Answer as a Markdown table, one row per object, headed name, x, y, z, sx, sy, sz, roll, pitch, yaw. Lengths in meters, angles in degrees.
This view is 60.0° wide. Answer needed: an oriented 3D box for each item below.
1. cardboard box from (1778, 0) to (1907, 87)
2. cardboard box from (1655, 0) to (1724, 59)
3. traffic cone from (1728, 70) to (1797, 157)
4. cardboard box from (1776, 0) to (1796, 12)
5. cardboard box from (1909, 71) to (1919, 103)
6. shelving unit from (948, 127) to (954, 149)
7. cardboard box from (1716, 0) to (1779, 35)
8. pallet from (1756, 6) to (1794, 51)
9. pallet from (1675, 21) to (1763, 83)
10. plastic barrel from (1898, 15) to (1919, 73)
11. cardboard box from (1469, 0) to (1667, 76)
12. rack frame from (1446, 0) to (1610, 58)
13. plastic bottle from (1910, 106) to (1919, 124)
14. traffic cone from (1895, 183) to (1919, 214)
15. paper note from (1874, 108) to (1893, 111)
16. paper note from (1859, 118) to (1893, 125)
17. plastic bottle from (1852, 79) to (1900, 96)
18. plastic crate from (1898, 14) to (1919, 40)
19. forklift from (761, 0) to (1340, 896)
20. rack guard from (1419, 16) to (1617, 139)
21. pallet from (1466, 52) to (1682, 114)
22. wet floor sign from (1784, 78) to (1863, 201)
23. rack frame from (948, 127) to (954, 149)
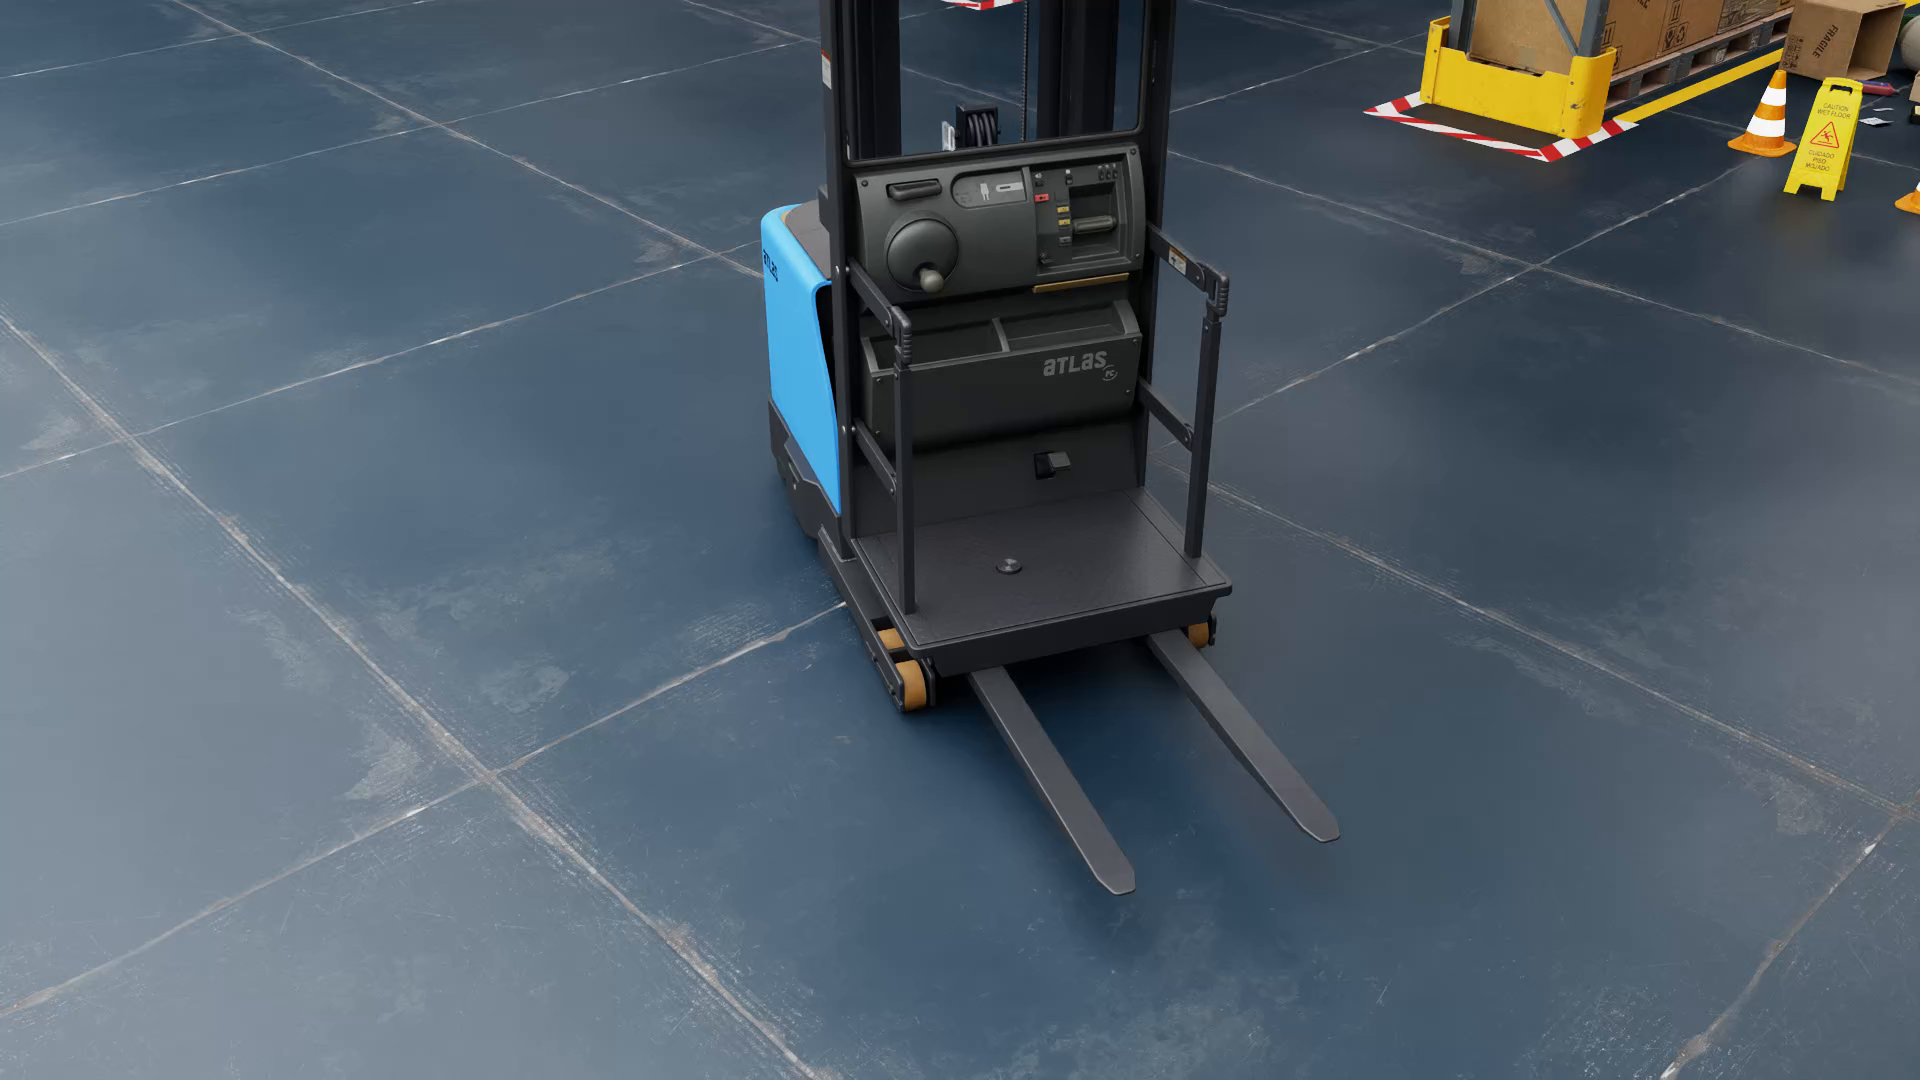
| name | x | y | z | sx | sy | sz | roll | pitch | yaw |
| --- | --- | --- | --- | --- | --- | --- | --- | --- | --- |
| cardboard box | 6.052 | -3.455 | 11.418 | 0.500 | 0.500 | 0.500 | -19 | 36 | -28 |
| cardboard box | 4.655 | -3.896 | 11.380 | 0.875 | 0.875 | 0.875 | -27 | 40 | -36 |
| traffic cone | 4.914 | -2.607 | 10.070 | 0.334 | 0.463 | 0.336 | -26 | 40 | -35 |
| cardboard box | 5.983 | -4.540 | 12.433 | 0.875 | 0.875 | 0.875 | -25 | 39 | -35 |
| cardboard box | 6.484 | -2.983 | 10.873 | 0.258 | 0.266 | 0.396 | -19 | 36 | -28 |
| shelving unit | -0.231 | -1.041 | 6.802 | 0.503 | 1.200 | 0.258 | -11 | 33 | -17 |
| cardboard box | 5.325 | -4.218 | 11.908 | 0.875 | 0.875 | 0.875 | -25 | 40 | -35 |
| pallet | 5.881 | -4.034 | 12.644 | 1.213 | 0.211 | 1.003 | -26 | 40 | -35 |
| pallet | 4.987 | -3.599 | 11.933 | 1.213 | 0.211 | 1.003 | -26 | 40 | -35 |
| plastic barrel | 6.703 | -3.375 | 11.363 | 0.421 | 0.421 | 0.512 | -1 | 31 | -2 |
| cardboard box | 4.011 | -3.583 | 10.868 | 0.875 | 0.875 | 0.875 | -26 | 40 | -35 |
| rack frame | 3.559 | -4.044 | 9.989 | 0.127 | 3.000 | 1.000 | -26 | 40 | -35 |
| plastic bottle | 6.170 | -2.729 | 10.655 | 0.133 | 0.061 | 0.283 | 15 | 34 | 23 |
| traffic cone | 5.433 | -2.054 | 9.166 | 0.334 | 0.463 | 0.336 | -26 | 40 | -35 |
| paper note | 6.011 | -2.802 | 10.823 | 0.123 | 0.001 | 0.032 | -7 | 32 | -11 |
| paper note | 5.833 | -2.669 | 10.587 | 0.142 | 0.017 | 0.144 | -12 | 34 | -19 |
| plastic bottle | 6.140 | -3.027 | 11.141 | 0.283 | 0.061 | 0.133 | 15 | 34 | 23 |
| plastic crate | 7.256 | -3.725 | 12.107 | 0.662 | 0.188 | 0.450 | -7 | 22 | -11 |
| forklift | 0.211 | -0.940 | 4.978 | 1.130 | 2.935 | 3.031 | -11 | 33 | -17 |
| rack guard | 3.542 | -2.969 | 10.627 | 0.348 | 0.500 | 1.175 | -26 | 40 | -35 |
| pallet | 4.092 | -3.168 | 11.229 | 1.213 | 0.211 | 1.003 | -26 | 40 | -35 |
| wet floor sign | 4.884 | -2.272 | 9.348 | 0.267 | 0.644 | 0.232 | 22 | 37 | 31 |
| rack frame | -0.001 | -1.084 | 6.872 | 0.015 | 1.200 | 0.240 | -11 | 33 | -17 |
